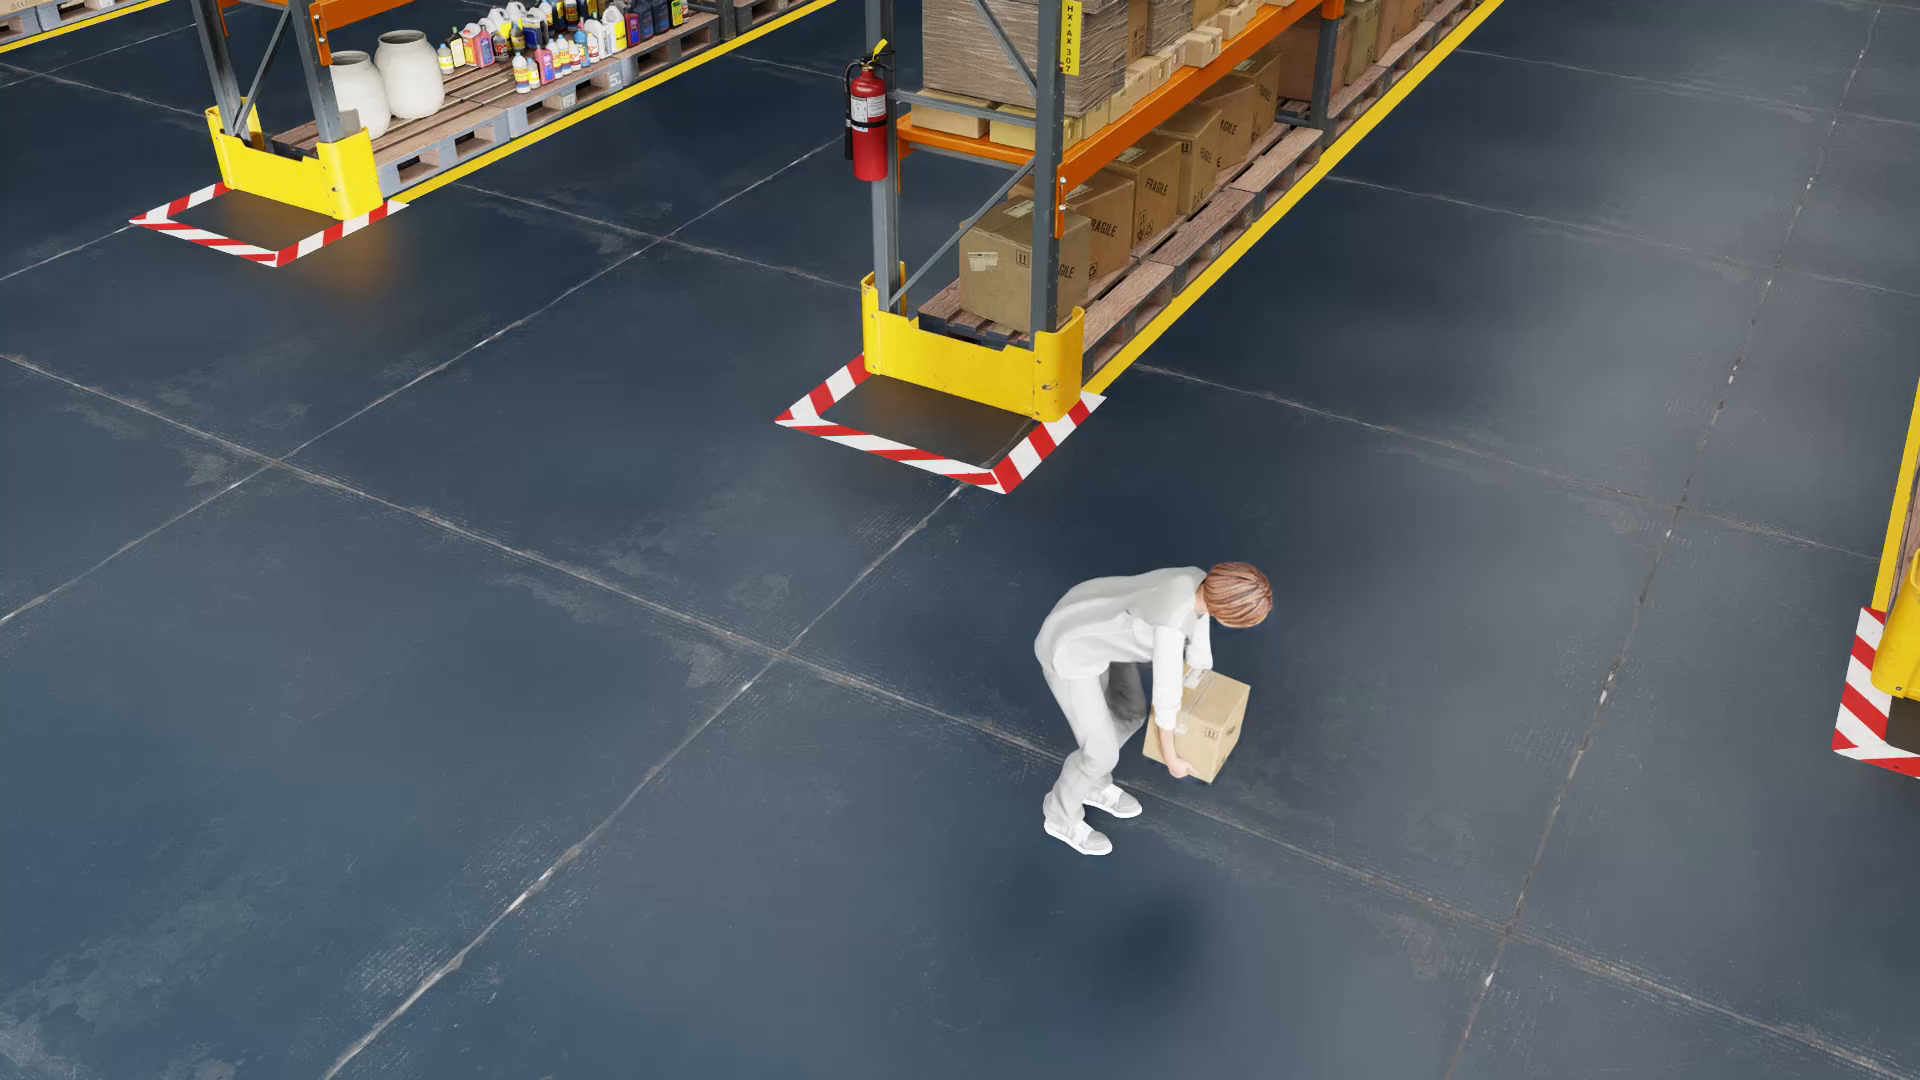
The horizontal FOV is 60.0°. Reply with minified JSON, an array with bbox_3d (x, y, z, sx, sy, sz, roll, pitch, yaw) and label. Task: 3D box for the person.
[{"bbox_3d":[0.625,0.547,5.632,0.780,1.293,0.385,17,38,23],"label":"person"}]
